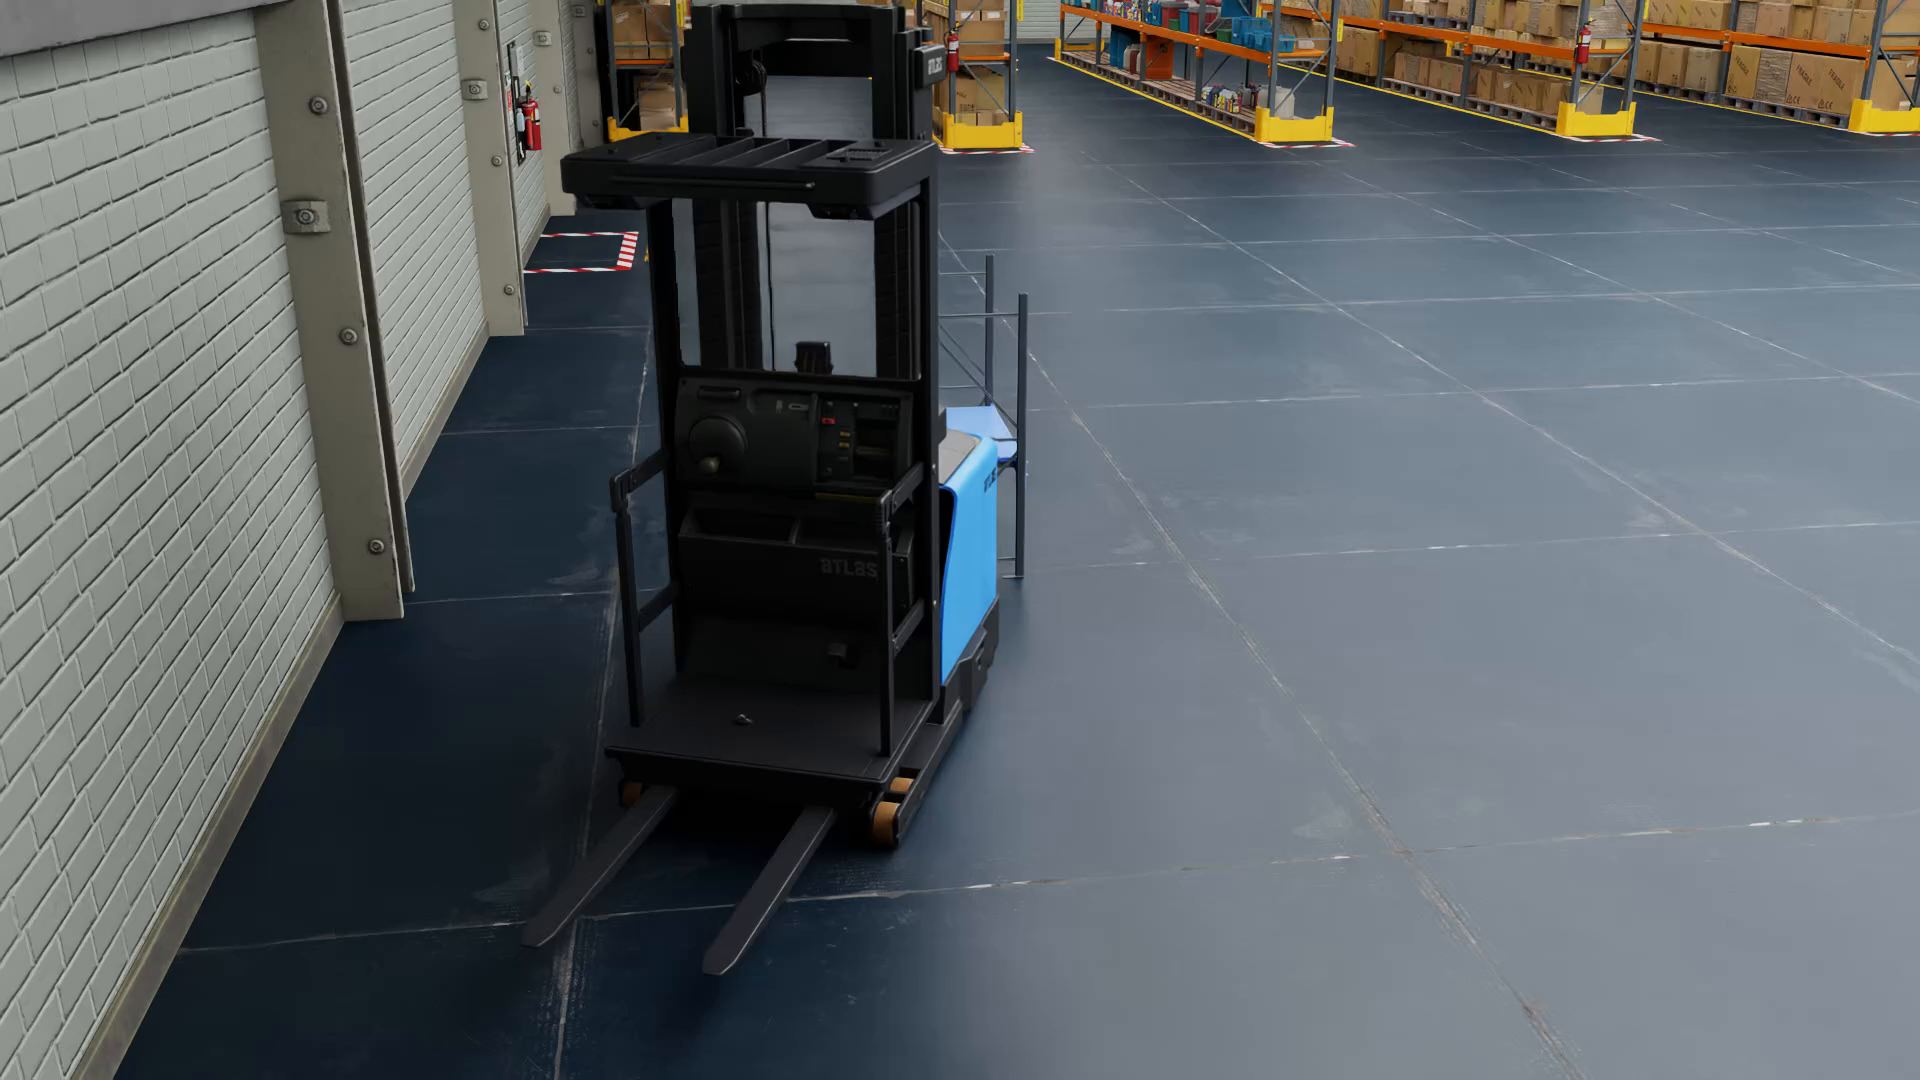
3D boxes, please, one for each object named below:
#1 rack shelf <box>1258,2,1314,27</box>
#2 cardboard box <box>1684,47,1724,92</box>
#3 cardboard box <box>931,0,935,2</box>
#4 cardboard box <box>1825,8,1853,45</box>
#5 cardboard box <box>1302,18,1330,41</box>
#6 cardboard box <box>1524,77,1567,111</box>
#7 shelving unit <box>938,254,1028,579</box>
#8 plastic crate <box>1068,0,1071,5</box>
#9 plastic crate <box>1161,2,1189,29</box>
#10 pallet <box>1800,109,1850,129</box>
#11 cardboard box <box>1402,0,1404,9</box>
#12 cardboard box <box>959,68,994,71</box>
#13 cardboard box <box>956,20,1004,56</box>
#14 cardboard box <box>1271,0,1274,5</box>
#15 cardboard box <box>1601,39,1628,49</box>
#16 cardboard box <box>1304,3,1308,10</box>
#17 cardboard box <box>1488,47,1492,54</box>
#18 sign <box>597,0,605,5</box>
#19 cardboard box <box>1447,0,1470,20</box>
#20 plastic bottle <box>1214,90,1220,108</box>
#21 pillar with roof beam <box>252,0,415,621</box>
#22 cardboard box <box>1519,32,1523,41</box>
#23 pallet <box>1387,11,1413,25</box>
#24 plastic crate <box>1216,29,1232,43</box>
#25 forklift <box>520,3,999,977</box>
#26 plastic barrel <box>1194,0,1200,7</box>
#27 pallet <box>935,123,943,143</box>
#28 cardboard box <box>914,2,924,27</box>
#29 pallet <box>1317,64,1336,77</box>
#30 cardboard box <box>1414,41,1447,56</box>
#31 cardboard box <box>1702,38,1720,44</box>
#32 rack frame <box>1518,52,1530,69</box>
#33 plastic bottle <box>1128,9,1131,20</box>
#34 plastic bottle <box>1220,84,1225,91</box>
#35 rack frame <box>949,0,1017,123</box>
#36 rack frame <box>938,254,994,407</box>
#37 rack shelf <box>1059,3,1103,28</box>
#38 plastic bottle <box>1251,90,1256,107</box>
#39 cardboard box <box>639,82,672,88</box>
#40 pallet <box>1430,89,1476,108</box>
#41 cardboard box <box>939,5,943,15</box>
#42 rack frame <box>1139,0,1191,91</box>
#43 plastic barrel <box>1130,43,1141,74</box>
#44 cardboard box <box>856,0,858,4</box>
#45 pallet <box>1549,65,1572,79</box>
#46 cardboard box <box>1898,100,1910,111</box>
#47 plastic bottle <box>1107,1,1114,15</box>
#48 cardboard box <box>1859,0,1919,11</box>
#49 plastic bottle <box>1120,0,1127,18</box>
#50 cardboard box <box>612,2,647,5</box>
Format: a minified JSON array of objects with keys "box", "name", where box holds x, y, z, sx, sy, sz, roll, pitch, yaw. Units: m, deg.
[{"box":[8.121,-12.375,39.090,1.077,0.370,4.000,-3,21,-8],"name":"rack shelf"},{"box":[14.307,-8.818,31.153,1.050,0.750,0.750,-3,21,-8],"name":"cardboard box"},{"box":[-0.096,-9.077,27.236,0.700,0.500,0.500,-3,21,-8],"name":"cardboard box"},{"box":[14.863,-8.465,27.380,0.875,0.550,0.550,-3,21,-8],"name":"cardboard box"},{"box":[8.394,-11.453,38.031,0.875,0.875,0.875,-3,21,-8],"name":"cardboard box"},{"box":[9.874,-7.530,28.063,0.500,0.500,0.500,-1,21,-3],"name":"cardboard box"},{"box":[0.012,-0.673,8.875,0.538,1.500,1.048,-3,21,-8],"name":"shelving unit"},{"box":[2.737,-12.774,39.284,0.416,0.233,0.300,-3,21,-8],"name":"plastic crate"},{"box":[4.015,-9.840,31.182,0.402,0.464,0.583,-3,21,-8],"name":"plastic crate"},{"box":[14.870,-7.046,27.780,1.003,0.211,1.213,-3,21,-8],"name":"pallet"},{"box":[9.185,-10.863,33.871,0.500,0.500,0.500,-2,21,-6],"name":"cardboard box"},{"box":[0.265,-7.342,26.846,0.500,0.500,0.500,-3,21,-8],"name":"cardboard box"},{"box":[0.281,-7.575,25.068,0.700,0.500,0.500,-3,21,-8],"name":"cardboard box"},{"box":[7.672,-12.879,39.771,0.380,0.149,0.250,-3,21,-9],"name":"cardboard box"},{"box":[10.334,-7.857,26.326,0.380,0.149,0.250,-3,21,-8],"name":"cardboard box"},{"box":[8.004,-12.080,37.631,0.380,0.149,0.250,-3,21,-7],"name":"cardboard box"},{"box":[12.818,-11.666,39.639,0.380,0.149,0.250,-3,21,-7],"name":"cardboard box"},{"box":[-5.117,-7.784,23.665,0.100,0.325,0.005,-3,21,-8],"name":"sign"},{"box":[9.587,-10.009,30.271,1.000,1.000,1.000,-3,21,-7],"name":"cardboard box"},{"box":[4.377,-7.508,28.285,0.061,0.283,0.133,-2,21,-5],"name":"plastic bottle"},{"box":[1.332,-4.109,7.356,9.100,9.000,0.400,-3,21,-8],"name":"pillar with roof beam"},{"box":[9.607,-8.439,27.883,0.380,0.149,0.250,-3,21,-8],"name":"cardboard box"},{"box":[9.194,-10.303,32.789,1.213,0.211,1.003,-3,21,-8],"name":"pallet"},{"box":[4.578,-8.416,27.765,0.450,0.188,0.662,-3,21,-8],"name":"plastic crate"},{"box":[-0.679,-0.385,6.057,1.130,2.935,3.031,5,21,13],"name":"forklift"},{"box":[4.573,-9.809,30.999,0.433,0.535,0.433,0,20,0],"name":"plastic barrel"},{"box":[0.184,-6.323,25.842,1.003,0.211,1.213,-3,21,-8],"name":"pallet"},{"box":[-0.559,-9.603,30.497,0.500,0.500,0.500,-4,21,-11],"name":"cardboard box"},{"box":[8.595,-10.450,36.892,1.003,0.211,1.213,-3,21,-8],"name":"pallet"},{"box":[9.199,-9.607,32.523,0.500,0.250,0.500,-1,20,-2],"name":"cardboard box"},{"box":[18.232,-11.738,39.419,0.875,0.438,0.875,-3,21,-9],"name":"cardboard box"},{"box":[13.332,-12.234,37.686,1.000,3.000,0.127,-3,21,-8],"name":"rack frame"},{"box":[3.489,-10.733,33.950,0.097,0.201,0.097,0,20,0],"name":"plastic bottle"},{"box":[4.510,-7.672,28.626,0.144,0.351,0.185,-3,21,-8],"name":"plastic bottle"},{"box":[0.336,-7.366,24.651,1.000,3.000,0.127,-3,21,-8],"name":"rack frame"},{"box":[-0.061,-0.849,9.346,0.500,1.500,0.032,-3,21,-8],"name":"rack frame"},{"box":[3.220,-12.125,38.421,1.077,0.370,4.000,-3,21,-8],"name":"rack shelf"},{"box":[5.016,-7.532,28.350,0.061,0.283,0.133,-3,21,-8],"name":"plastic bottle"},{"box":[-4.953,-7.178,27.091,0.500,0.500,0.500,-4,21,-12],"name":"cardboard box"},{"box":[9.449,-8.213,30.903,1.003,0.211,1.213,-3,21,-8],"name":"pallet"},{"box":[-0.133,-8.376,26.286,0.380,0.149,0.250,-3,21,-8],"name":"cardboard box"},{"box":[4.085,-10.385,32.733,1.000,3.000,0.127,-3,21,-8],"name":"rack frame"},{"box":[3.835,-10.011,34.579,0.600,0.588,0.708,-3,21,-8],"name":"plastic barrel"},{"box":[-2.167,-12.786,39.019,0.500,0.500,0.500,-2,21,-7],"name":"cardboard box"},{"box":[13.625,-10.235,36.319,1.003,0.211,1.213,-3,21,-8],"name":"pallet"},{"box":[16.556,-7.682,29.403,0.396,0.266,0.258,1,20,2],"name":"cardboard box"},{"box":[3.251,-11.405,35.643,0.152,0.276,0.135,-3,21,-8],"name":"plastic bottle"},{"box":[15.047,-8.786,26.696,0.875,0.550,0.550,-3,21,-8],"name":"cardboard box"},{"box":[3.412,-11.043,34.566,0.144,0.351,0.185,-3,21,-8],"name":"plastic bottle"},{"box":[-4.906,-7.733,24.747,0.500,0.500,0.500,-3,21,-7],"name":"cardboard box"}]
